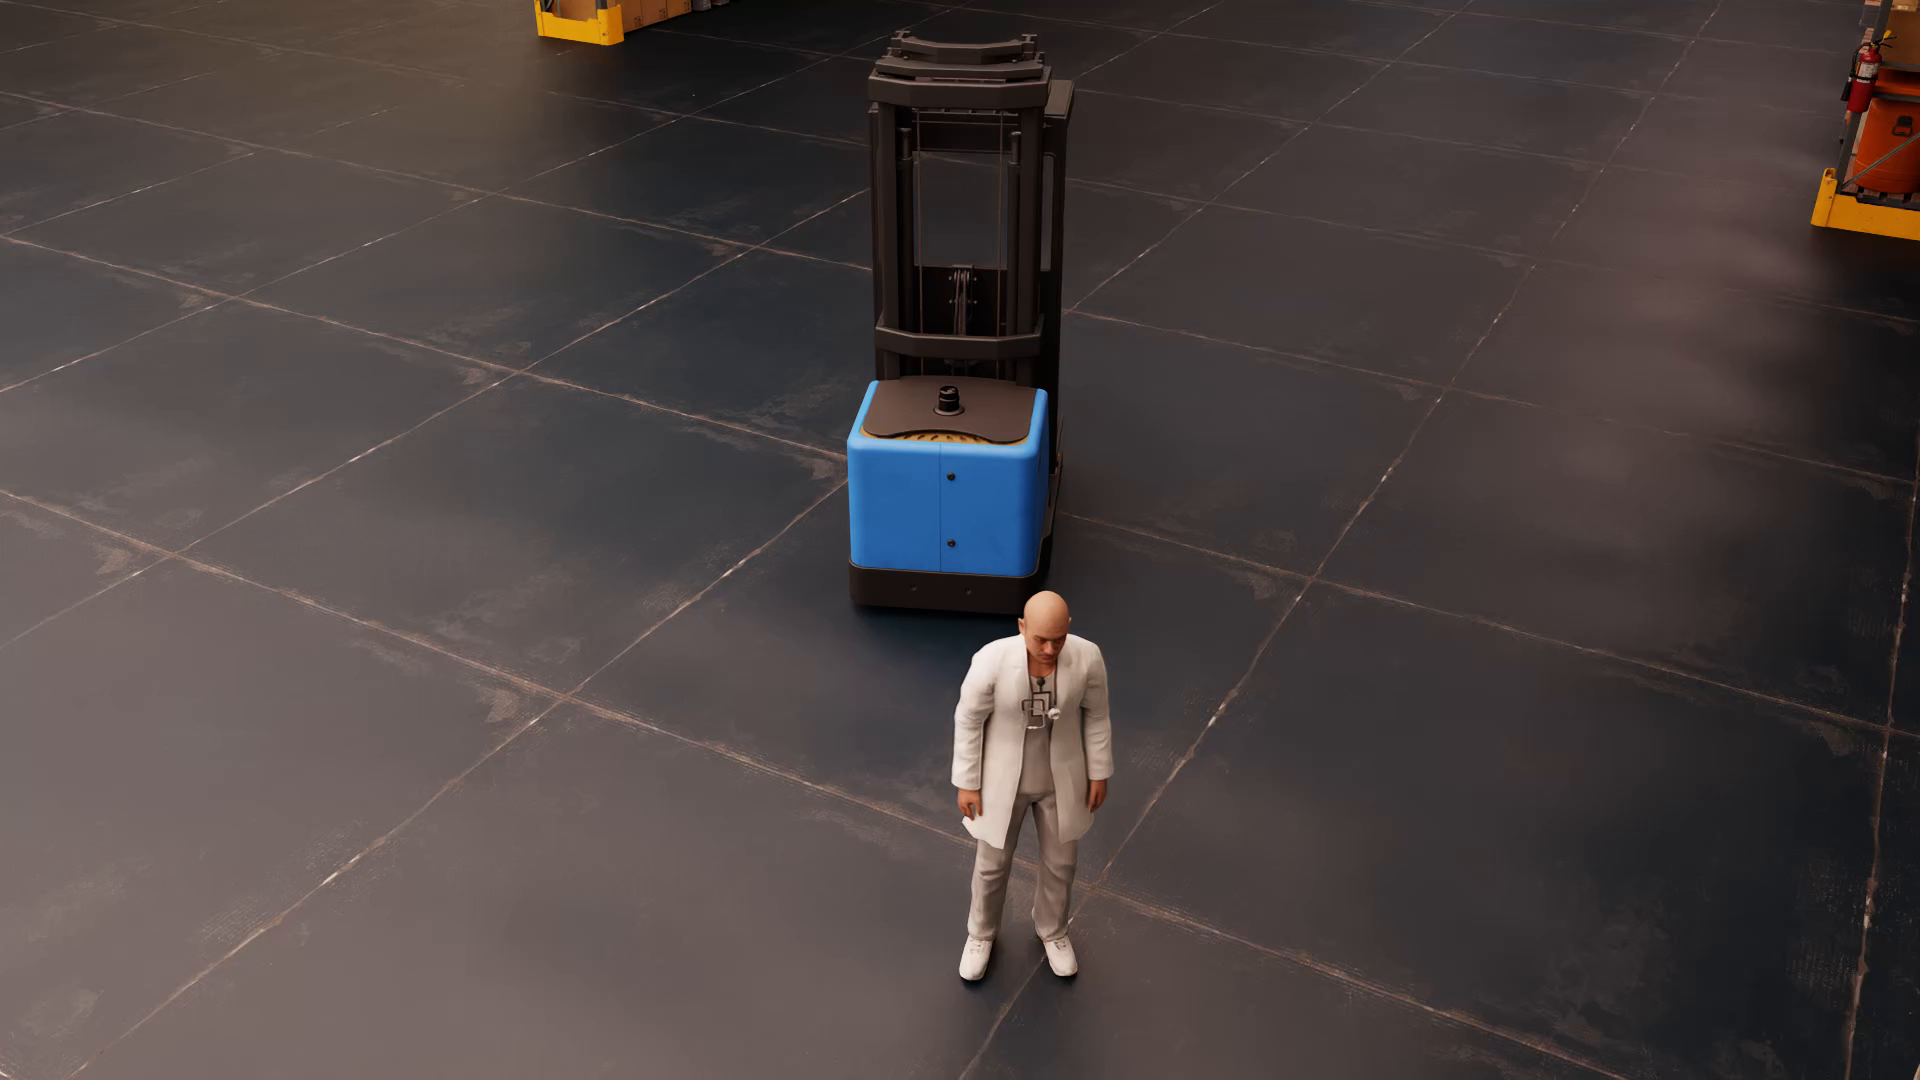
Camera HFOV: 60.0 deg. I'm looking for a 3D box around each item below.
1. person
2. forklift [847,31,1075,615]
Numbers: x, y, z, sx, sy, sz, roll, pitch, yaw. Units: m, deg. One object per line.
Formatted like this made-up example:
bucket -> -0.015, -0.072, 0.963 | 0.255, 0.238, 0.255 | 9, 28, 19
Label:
person -> 0.291, 0.953, 6.578 | 0.650, 1.773, 0.436 | -3, 30, -6
forklift -> 0.072, -1.572, 9.794 | 1.130, 2.935, 3.031 | 3, 30, 6
